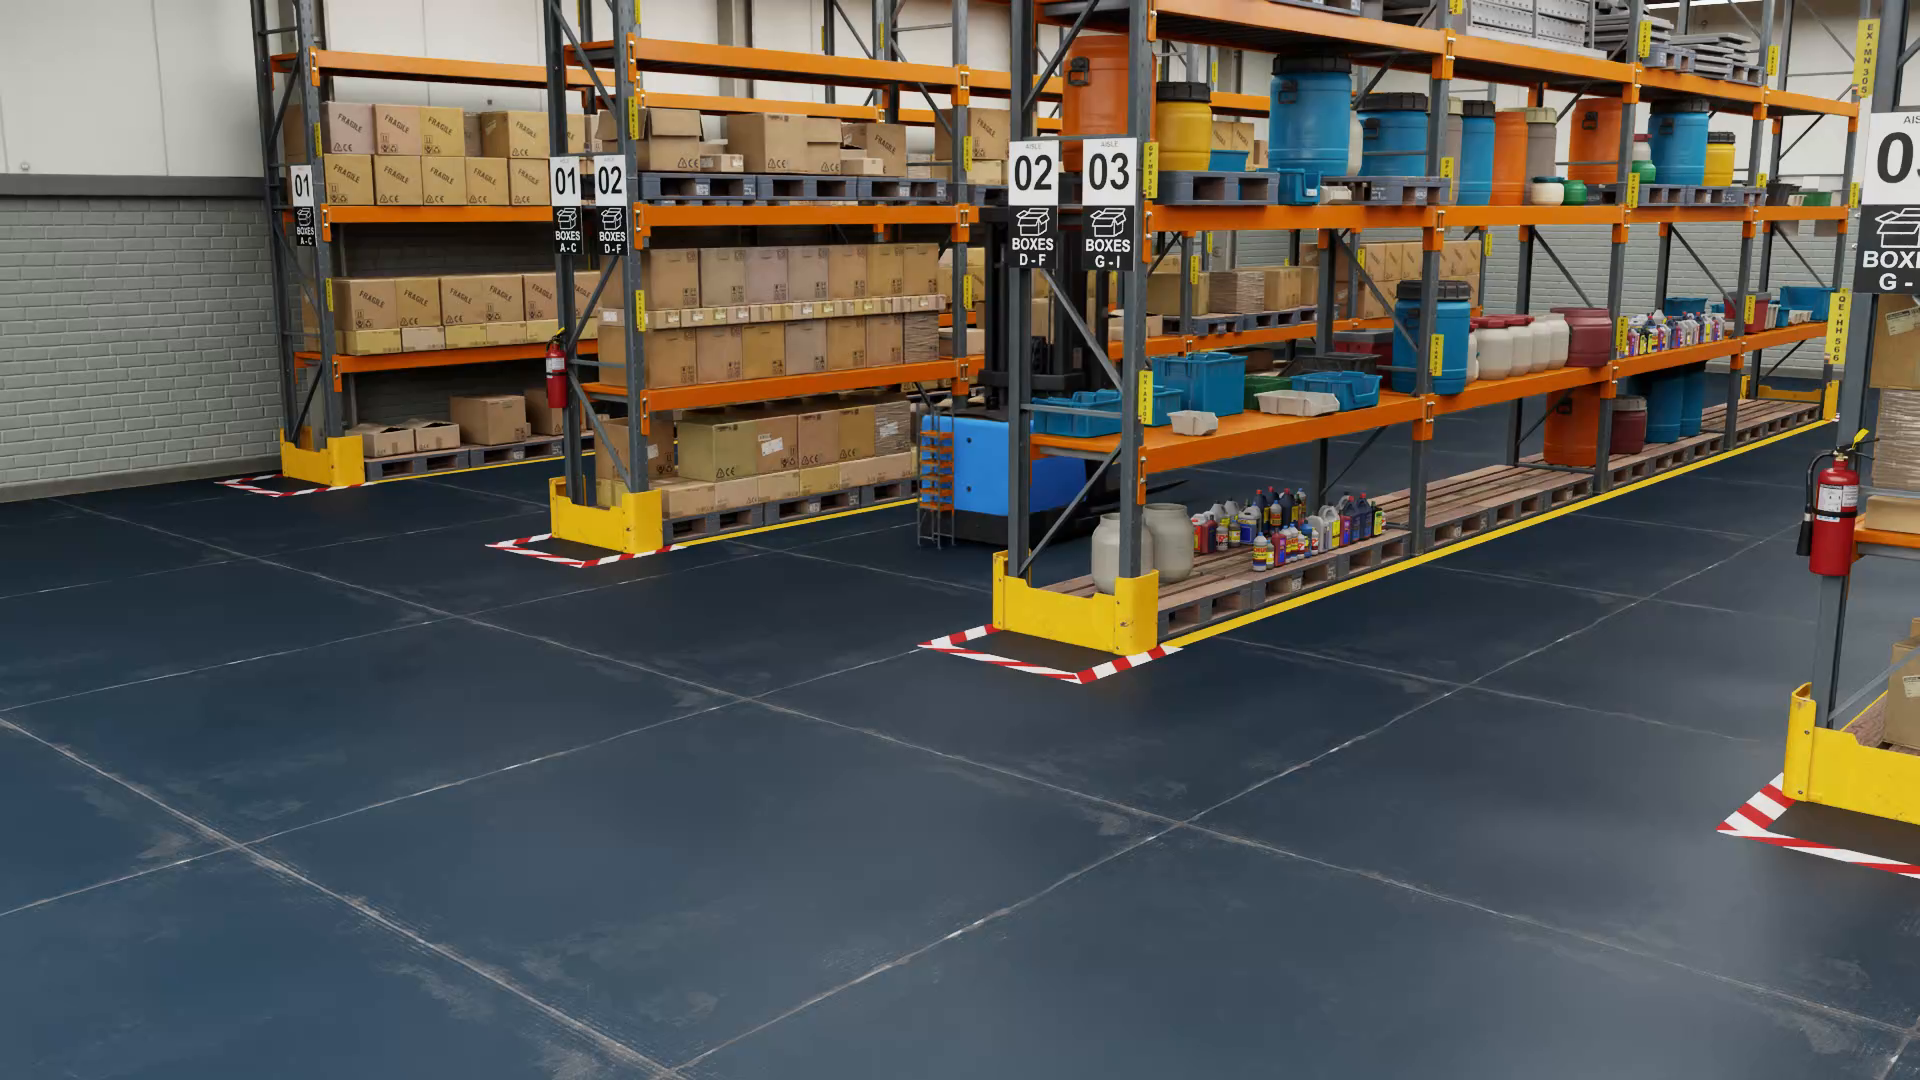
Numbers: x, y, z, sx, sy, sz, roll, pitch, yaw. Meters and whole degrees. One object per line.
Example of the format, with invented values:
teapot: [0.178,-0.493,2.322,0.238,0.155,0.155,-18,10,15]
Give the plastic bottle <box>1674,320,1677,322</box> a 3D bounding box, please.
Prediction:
plastic bottle: [7.868,-2.284,18.315,0.097,0.271,0.097,0,11,0]

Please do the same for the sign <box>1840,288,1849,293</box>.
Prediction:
sign: [11.719,-3.181,22.060,0.100,0.325,0.005,10,15,40]

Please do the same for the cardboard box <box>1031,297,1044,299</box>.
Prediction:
cardboard box: [1.053,-3.622,25.276,0.380,0.149,0.250,10,15,41]

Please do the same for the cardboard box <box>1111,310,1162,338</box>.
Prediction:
cardboard box: [2.023,-2.542,19.506,0.500,0.311,0.500,11,16,44]

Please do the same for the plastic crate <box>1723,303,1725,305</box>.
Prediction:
plastic crate: [10.016,-2.929,21.493,0.416,0.233,0.300,10,15,40]

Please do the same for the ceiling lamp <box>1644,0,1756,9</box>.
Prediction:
ceiling lamp: [11.225,-9.685,24.825,2.000,3.185,0.800,10,15,40]

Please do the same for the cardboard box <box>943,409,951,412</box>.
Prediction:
cardboard box: [0.115,-1.206,17.107,0.500,0.311,0.500,10,15,41]

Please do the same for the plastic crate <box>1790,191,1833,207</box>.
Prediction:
plastic crate: [10.858,-4.354,21.236,0.450,0.188,0.336,10,15,40]

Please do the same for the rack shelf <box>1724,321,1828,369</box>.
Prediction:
rack shelf: [9.975,-2.522,21.018,1.077,0.370,4.000,10,15,40]

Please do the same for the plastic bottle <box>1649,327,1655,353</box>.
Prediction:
plastic bottle: [7.185,-2.086,17.327,0.097,0.271,0.097,0,11,0]

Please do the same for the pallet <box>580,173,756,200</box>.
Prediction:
pallet: [-2.499,-2.985,14.063,1.003,0.211,1.213,10,15,40]

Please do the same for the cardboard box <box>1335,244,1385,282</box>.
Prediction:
cardboard box: [5.459,-3.794,22.741,0.500,0.500,0.500,10,15,42]

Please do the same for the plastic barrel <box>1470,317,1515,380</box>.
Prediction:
plastic barrel: [4.654,-1.691,14.671,0.433,0.535,0.433,0,11,0]

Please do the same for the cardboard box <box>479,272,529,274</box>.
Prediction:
cardboard box: [-5.213,-2.798,18.980,0.500,0.500,0.500,10,15,42]

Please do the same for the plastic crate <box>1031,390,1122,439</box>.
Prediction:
plastic crate: [0.839,-0.855,11.212,0.499,0.251,0.616,10,15,40]

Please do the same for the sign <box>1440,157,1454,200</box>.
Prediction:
sign: [3.780,-2.806,12.922,0.100,0.325,0.005,10,15,40]

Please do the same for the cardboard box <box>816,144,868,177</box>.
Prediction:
cardboard box: [-1.232,-3.627,15.852,0.500,0.311,0.500,9,14,37]

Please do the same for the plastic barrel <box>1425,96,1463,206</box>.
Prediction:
plastic barrel: [3.978,-3.320,14.235,0.600,0.901,0.600,0,11,0]

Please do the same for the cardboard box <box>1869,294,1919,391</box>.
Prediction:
cardboard box: [4.631,-0.973,7.857,0.500,0.500,0.500,10,15,40]

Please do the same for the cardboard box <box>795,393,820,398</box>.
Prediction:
cardboard box: [-2.291,-2.090,22.274,0.700,0.500,0.500,10,15,40]

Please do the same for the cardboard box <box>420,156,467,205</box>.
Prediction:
cardboard box: [-5.579,-3.794,17.584,0.500,0.500,0.500,11,16,43]

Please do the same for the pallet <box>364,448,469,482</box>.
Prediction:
pallet: [-6.096,-0.855,17.952,1.003,0.211,1.213,10,15,40]

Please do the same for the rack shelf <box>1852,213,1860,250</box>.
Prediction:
rack shelf: [5.774,-1.587,8.678,1.077,0.370,4.000,10,15,40]

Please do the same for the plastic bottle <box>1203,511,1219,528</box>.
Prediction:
plastic bottle: [1.895,-0.076,12.765,0.152,0.276,0.135,9,15,39]

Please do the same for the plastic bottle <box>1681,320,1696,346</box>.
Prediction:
plastic bottle: [7.974,-2.272,18.247,0.152,0.276,0.135,10,15,40]

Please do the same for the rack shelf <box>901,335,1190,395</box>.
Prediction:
rack shelf: [0.976,-1.986,18.334,1.077,0.370,4.000,10,15,40]

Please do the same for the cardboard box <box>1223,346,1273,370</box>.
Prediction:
cardboard box: [3.774,-2.393,21.876,0.500,0.250,0.500,10,15,40]

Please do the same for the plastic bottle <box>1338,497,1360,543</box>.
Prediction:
plastic bottle: [3.038,-0.160,12.995,0.144,0.351,0.185,9,14,38]

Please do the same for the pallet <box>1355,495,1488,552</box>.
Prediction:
pallet: [3.863,-0.157,14.458,1.003,0.211,1.213,10,15,40]

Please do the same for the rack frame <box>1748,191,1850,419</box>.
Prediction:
rack frame: [11.295,-3.169,22.421,1.000,3.000,0.127,10,15,40]

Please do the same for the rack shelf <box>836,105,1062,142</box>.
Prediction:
rack shelf: [-0.108,-5.960,23.936,1.077,0.370,4.000,10,15,40]

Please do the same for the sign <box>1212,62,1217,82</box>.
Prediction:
sign: [4.251,-7.817,27.785,0.100,0.325,0.005,10,15,40]

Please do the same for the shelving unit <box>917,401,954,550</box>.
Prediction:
shelving unit: [-0.204,-0.538,13.841,0.258,1.200,0.189,9,14,38]

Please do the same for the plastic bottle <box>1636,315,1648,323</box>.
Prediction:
plastic bottle: [7.821,-2.447,19.122,0.152,0.276,0.135,10,15,40]

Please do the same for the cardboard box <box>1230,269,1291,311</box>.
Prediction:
cardboard box: [3.816,-3.209,21.291,0.700,0.500,0.500,6,13,26]

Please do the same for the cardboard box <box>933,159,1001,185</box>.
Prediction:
cardboard box: [0.069,-3.738,16.918,0.500,0.250,0.500,-10,15,-42]

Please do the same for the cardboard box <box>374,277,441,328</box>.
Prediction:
cardboard box: [-5.834,-2.503,17.502,0.500,0.500,0.500,10,15,41]

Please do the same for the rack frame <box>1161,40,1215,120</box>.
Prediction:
rack frame: [3.853,-7.392,28.246,1.000,3.000,0.127,10,15,40]

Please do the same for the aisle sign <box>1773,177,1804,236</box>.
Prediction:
aisle sign: [11.119,-4.493,22.411,0.394,0.787,0.004,10,15,40]

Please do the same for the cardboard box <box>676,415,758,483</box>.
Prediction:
cardboard box: [-2.135,-0.806,14.619,0.500,0.500,0.500,10,15,40]

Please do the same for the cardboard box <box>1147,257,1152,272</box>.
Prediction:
cardboard box: [2.542,-4.301,27.323,0.980,0.700,0.700,9,14,38]

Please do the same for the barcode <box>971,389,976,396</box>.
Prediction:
barcode: [0.136,-1.489,16.817,0.001,0.075,0.075,10,15,40]

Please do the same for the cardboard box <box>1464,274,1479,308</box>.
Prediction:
cardboard box: [7.485,-3.758,25.114,0.500,0.500,0.500,10,15,42]

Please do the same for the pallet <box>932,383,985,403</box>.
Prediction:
pallet: [-0.045,-2.191,24.640,1.003,0.211,1.213,10,15,40]

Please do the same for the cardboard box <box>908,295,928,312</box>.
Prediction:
cardboard box: [-0.528,-2.308,16.197,0.380,0.149,0.250,9,15,39]

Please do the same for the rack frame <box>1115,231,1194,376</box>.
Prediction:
rack frame: [2.296,-2.633,19.737,1.000,3.000,0.127,10,15,40]

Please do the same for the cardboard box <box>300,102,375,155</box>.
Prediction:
cardboard box: [-6.272,-4.142,16.771,0.500,0.500,0.500,8,14,36]

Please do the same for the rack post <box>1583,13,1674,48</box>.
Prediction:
rack post: [6.462,-5.009,16.508,0.954,0.300,0.937,10,15,40]

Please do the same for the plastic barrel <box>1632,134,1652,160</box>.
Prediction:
plastic barrel: [7.071,-4.016,17.583,0.433,0.535,0.433,0,11,0]

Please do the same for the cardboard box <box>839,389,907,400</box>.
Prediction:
cardboard box: [-0.886,-1.242,16.806,0.500,0.500,0.500,10,15,40]

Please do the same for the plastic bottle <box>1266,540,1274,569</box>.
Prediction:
plastic bottle: [2.232,0.100,12.076,0.097,0.201,0.097,0,11,0]

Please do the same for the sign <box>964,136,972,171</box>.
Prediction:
sign: [0.073,-3.737,16.080,0.100,0.325,0.005,10,15,40]

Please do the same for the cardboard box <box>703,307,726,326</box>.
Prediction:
cardboard box: [-2.226,-1.929,14.299,0.380,0.149,0.250,10,15,41]

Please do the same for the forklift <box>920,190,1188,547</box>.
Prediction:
forklift: [0.977,-1.607,14.771,1.130,2.935,3.031,9,14,38]
